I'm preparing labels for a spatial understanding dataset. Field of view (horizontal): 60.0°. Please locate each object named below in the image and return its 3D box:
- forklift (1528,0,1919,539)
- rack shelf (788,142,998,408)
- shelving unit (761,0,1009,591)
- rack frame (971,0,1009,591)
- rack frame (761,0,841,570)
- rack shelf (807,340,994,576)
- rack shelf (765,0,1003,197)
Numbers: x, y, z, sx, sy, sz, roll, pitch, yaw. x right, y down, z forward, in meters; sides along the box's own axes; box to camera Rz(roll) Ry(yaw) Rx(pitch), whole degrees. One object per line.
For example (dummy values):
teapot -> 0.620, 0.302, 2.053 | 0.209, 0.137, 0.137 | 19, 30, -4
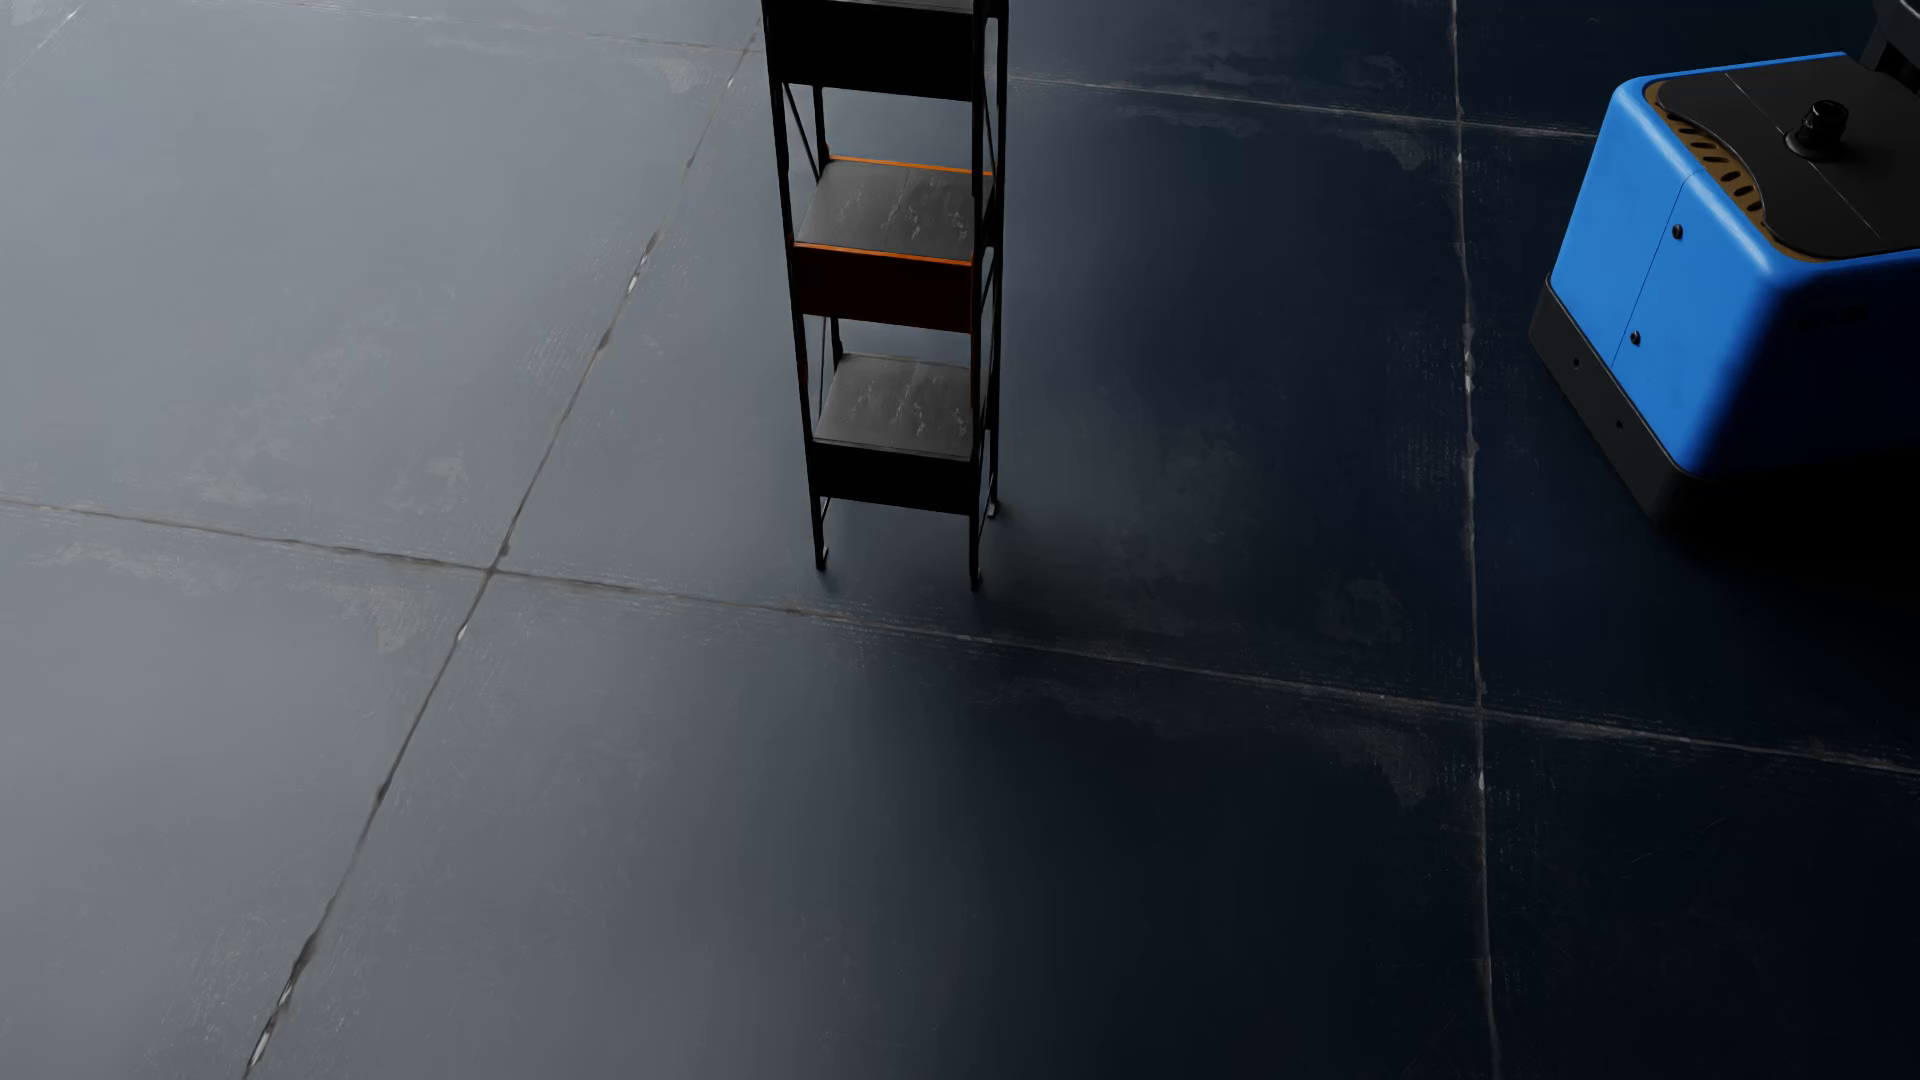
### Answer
forklift -> 3.549, -1.550, 4.672 | 3.031, 2.935, 1.130 | -9, 49, -8
rack shelf -> -0.163, -0.715, 4.499 | 0.480, 0.518, 0.431 | 8, 49, 7
shelving unit -> -0.163, -0.724, 4.489 | 0.503, 2.100, 0.431 | 8, 49, 7
rack frame -> 0.077, -0.691, 4.460 | 0.015, 2.100, 0.400 | 8, 49, 7
rack frame -> -0.403, -0.756, 4.518 | 0.015, 2.100, 0.400 | 8, 49, 7
rack shelf -> -0.163, -0.247, 5.019 | 0.480, 0.518, 0.431 | 8, 49, 7
rack shelf -> -0.163, -1.182, 3.978 | 0.480, 0.518, 0.431 | 8, 49, 7
